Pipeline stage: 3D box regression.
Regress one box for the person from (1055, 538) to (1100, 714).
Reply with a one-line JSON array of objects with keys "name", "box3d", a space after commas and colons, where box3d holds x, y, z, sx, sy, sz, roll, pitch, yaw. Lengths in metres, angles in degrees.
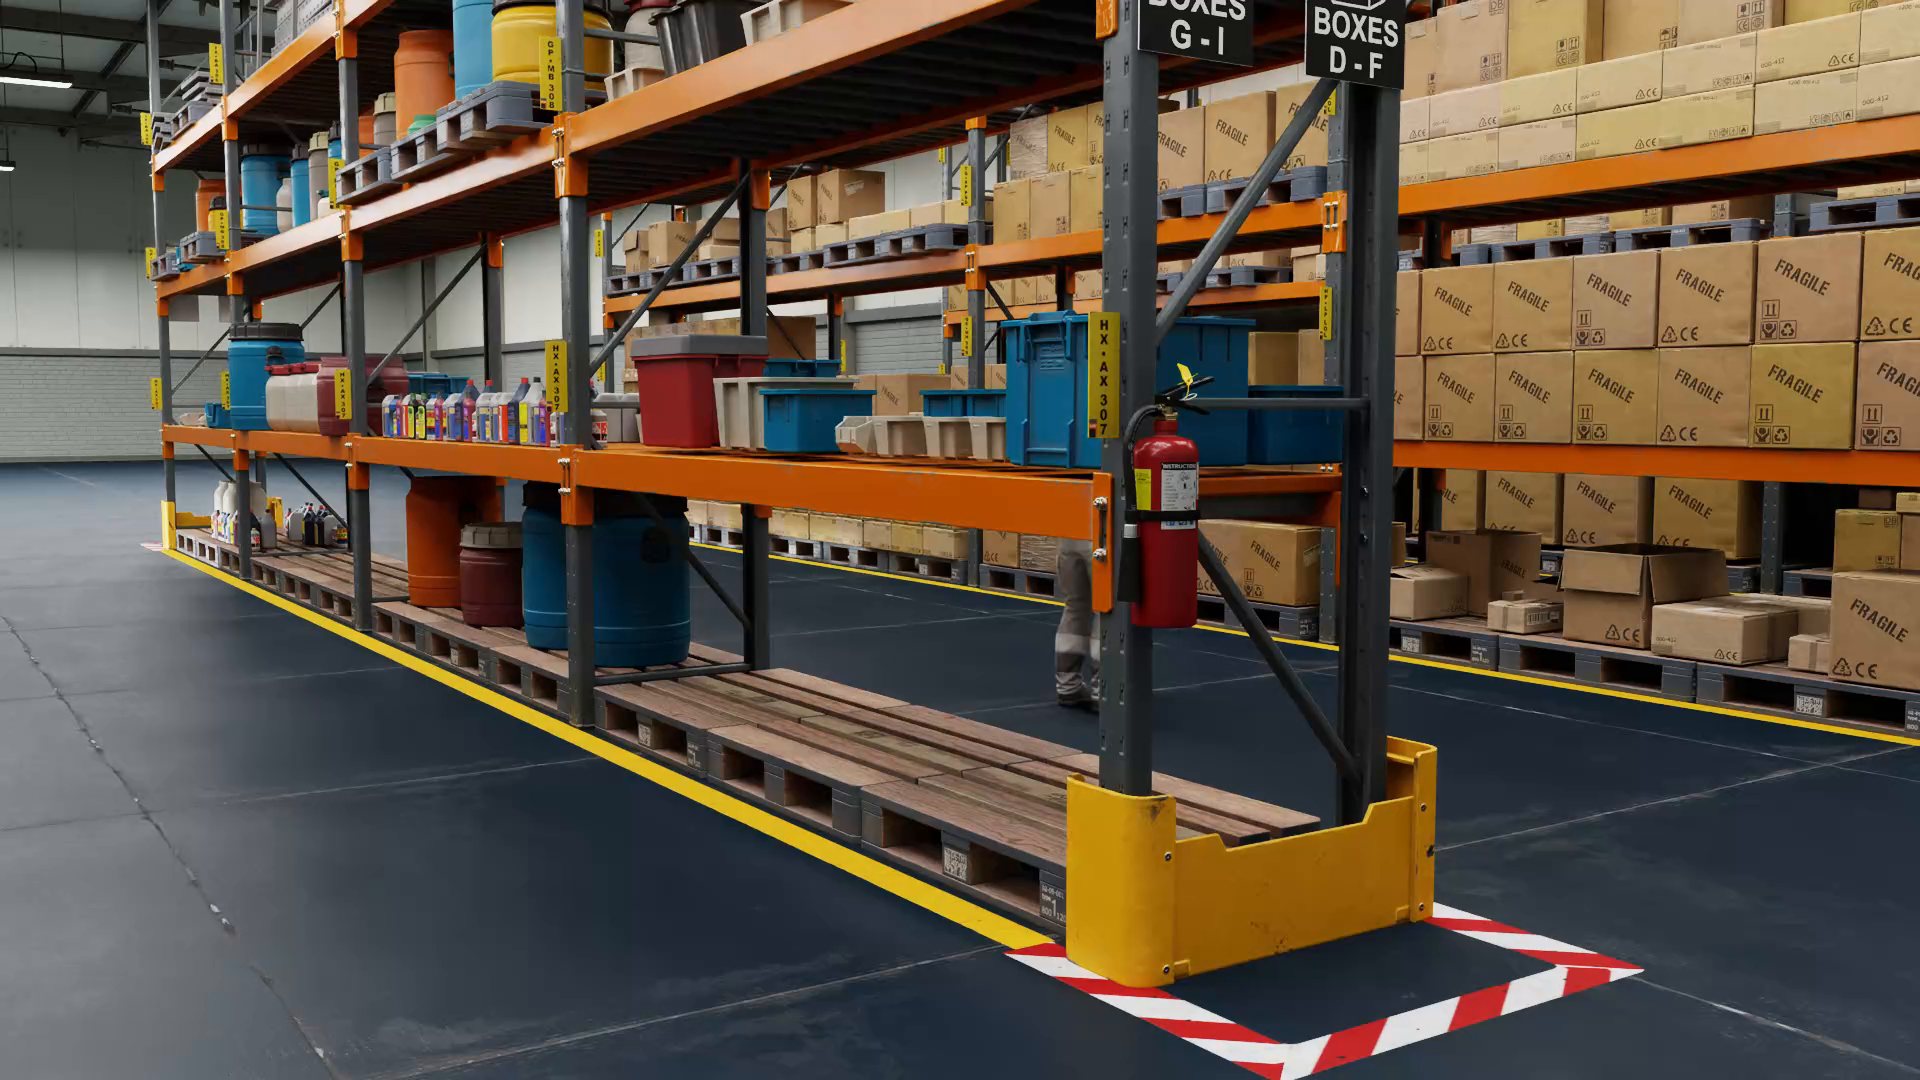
[{"name": "person", "box3d": [0.655, -0.054, 8.275, 0.425, 1.789, 0.541, -3, 6, -35]}]
